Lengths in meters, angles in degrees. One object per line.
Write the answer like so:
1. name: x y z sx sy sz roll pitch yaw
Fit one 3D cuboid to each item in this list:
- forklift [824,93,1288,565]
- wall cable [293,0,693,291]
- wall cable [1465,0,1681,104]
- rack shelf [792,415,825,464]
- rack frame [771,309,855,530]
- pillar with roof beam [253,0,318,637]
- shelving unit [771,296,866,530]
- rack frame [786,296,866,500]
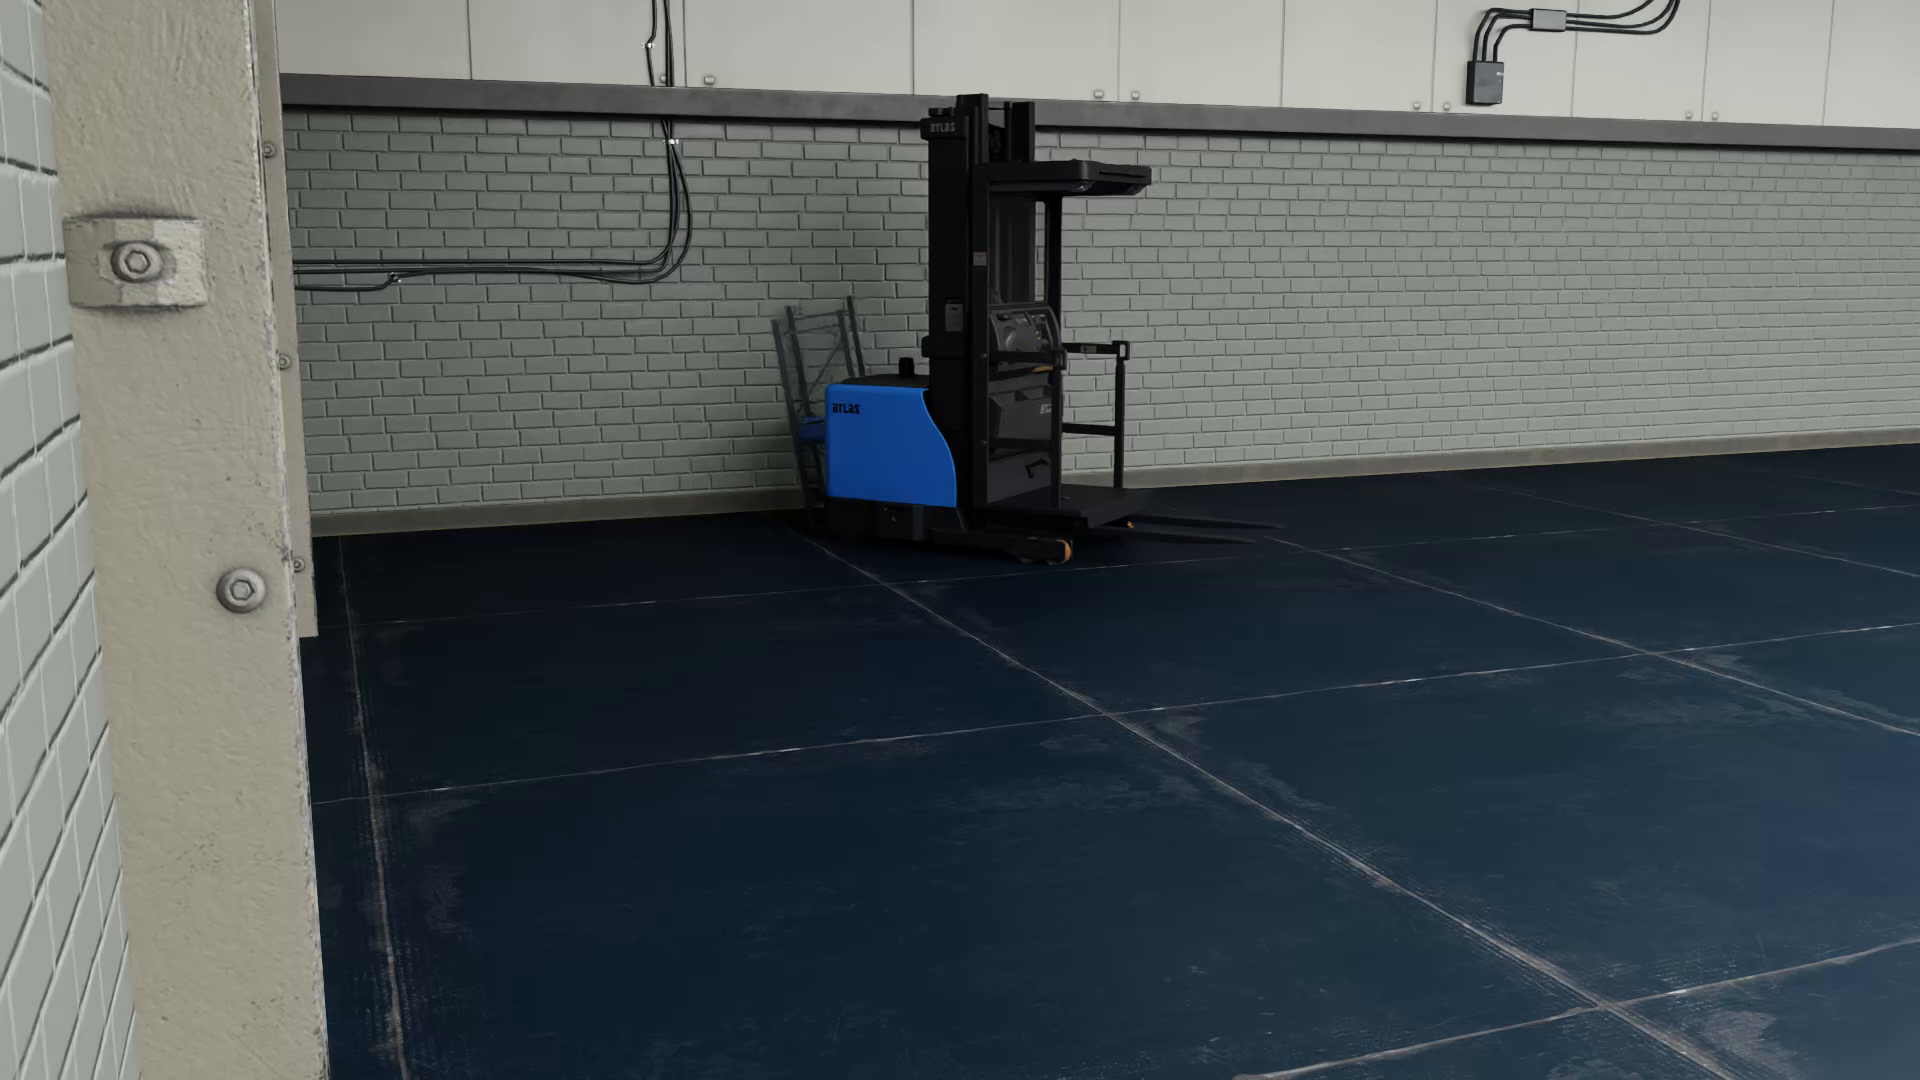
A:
1. forklift: 0.611 -1.388 10.855 3.031 2.935 1.130 5 11 28
2. wall cable: -3.380 -2.992 11.410 3.097 2.526 0.112 -4 11 -21
3. wall cable: 5.474 -6.795 14.213 2.305 6.003 0.169 -4 11 -21
4. rack shelf: -0.906 -0.775 12.159 0.538 0.185 1.000 -9 13 2
5. rack frame: -0.933 -0.830 11.623 0.500 1.500 0.032 -9 13 2
6. pillar with roof beam: 0.467 -4.229 9.499 9.100 9.000 0.400 -4 11 -21
7. shelving unit: -0.935 -0.948 12.117 0.538 1.500 1.048 -9 13 2
8. rack frame: -0.937 -1.066 12.612 0.500 1.500 0.032 -9 13 2
